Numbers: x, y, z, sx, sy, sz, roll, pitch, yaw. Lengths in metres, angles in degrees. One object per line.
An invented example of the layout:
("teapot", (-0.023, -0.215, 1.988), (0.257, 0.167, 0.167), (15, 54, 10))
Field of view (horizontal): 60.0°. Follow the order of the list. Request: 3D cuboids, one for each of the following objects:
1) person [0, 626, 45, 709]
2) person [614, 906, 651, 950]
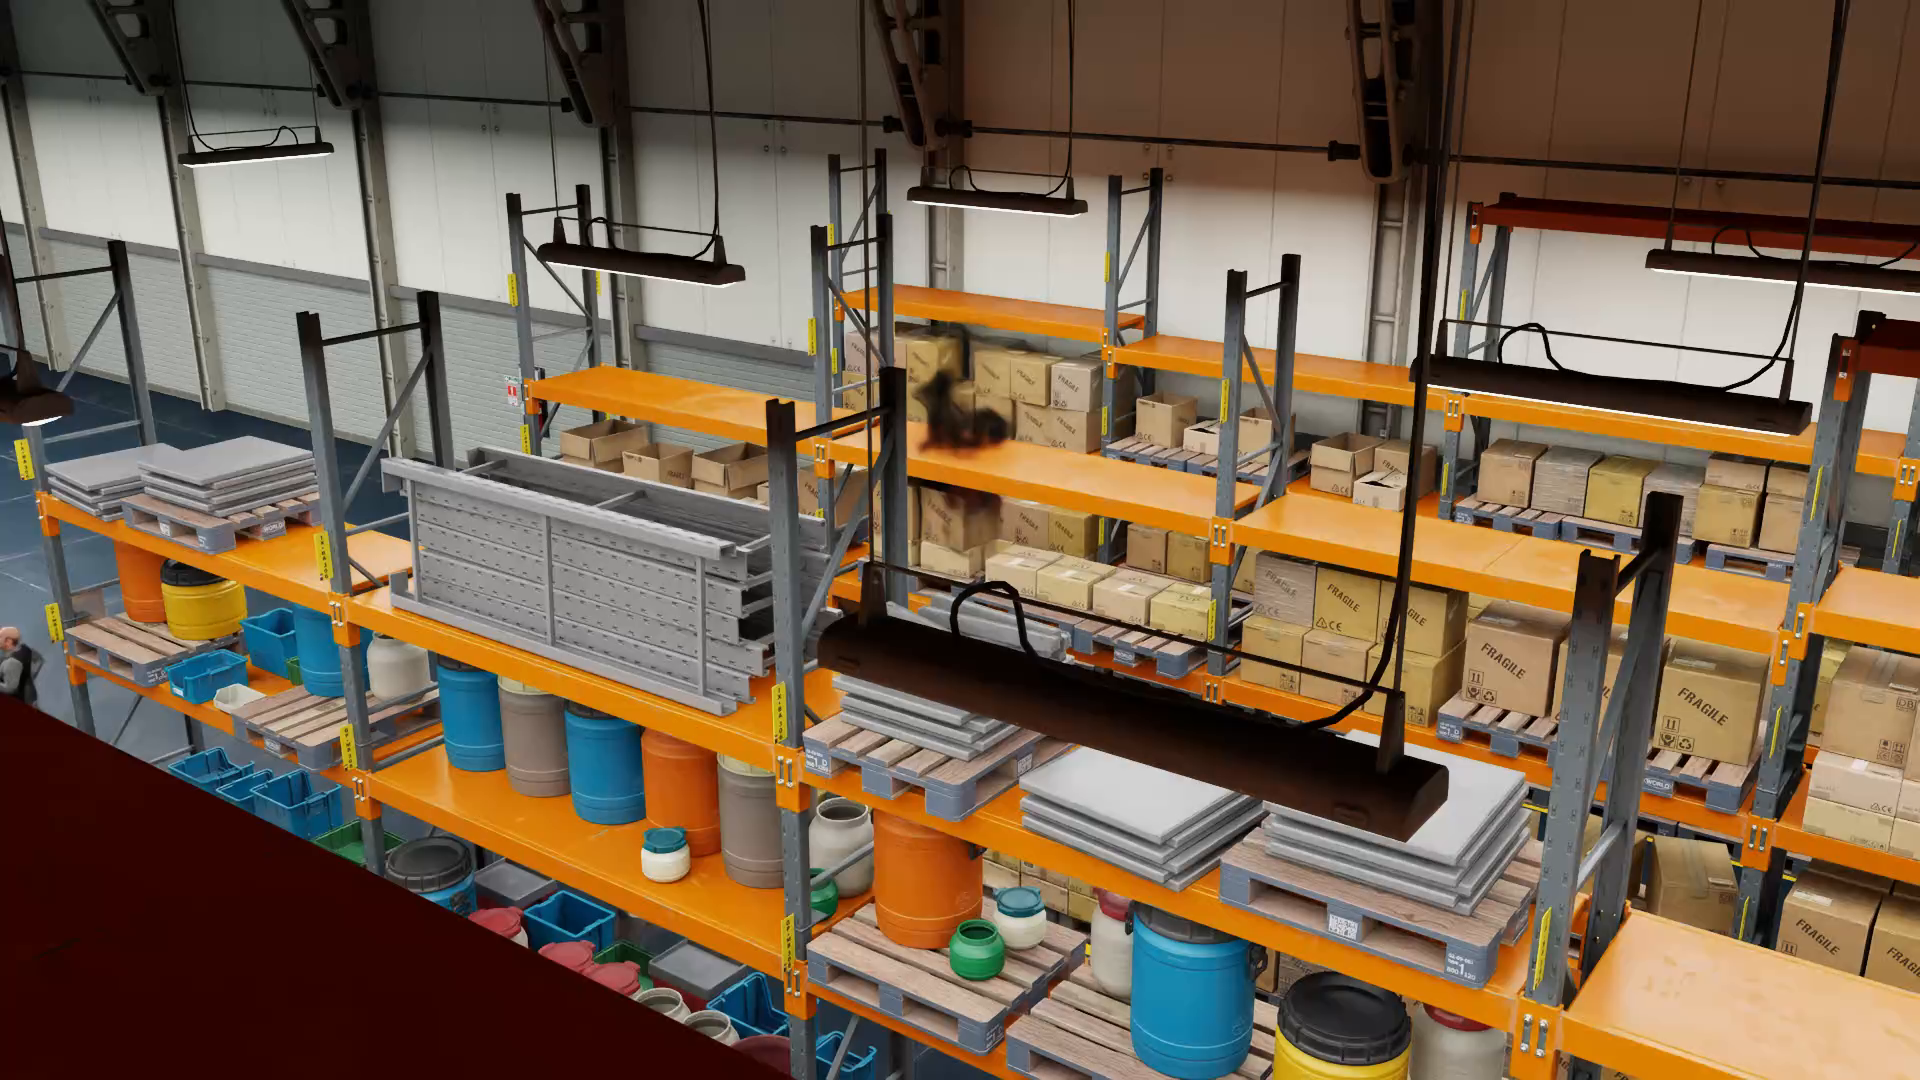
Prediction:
("person", (-9.739, 1.733, 17.225), (0.734, 1.774, 0.637), (-9, 20, -25))
("person", (-2.577, 2.996, 13.559), (0.678, 1.649, 0.563), (10, 21, 28))
